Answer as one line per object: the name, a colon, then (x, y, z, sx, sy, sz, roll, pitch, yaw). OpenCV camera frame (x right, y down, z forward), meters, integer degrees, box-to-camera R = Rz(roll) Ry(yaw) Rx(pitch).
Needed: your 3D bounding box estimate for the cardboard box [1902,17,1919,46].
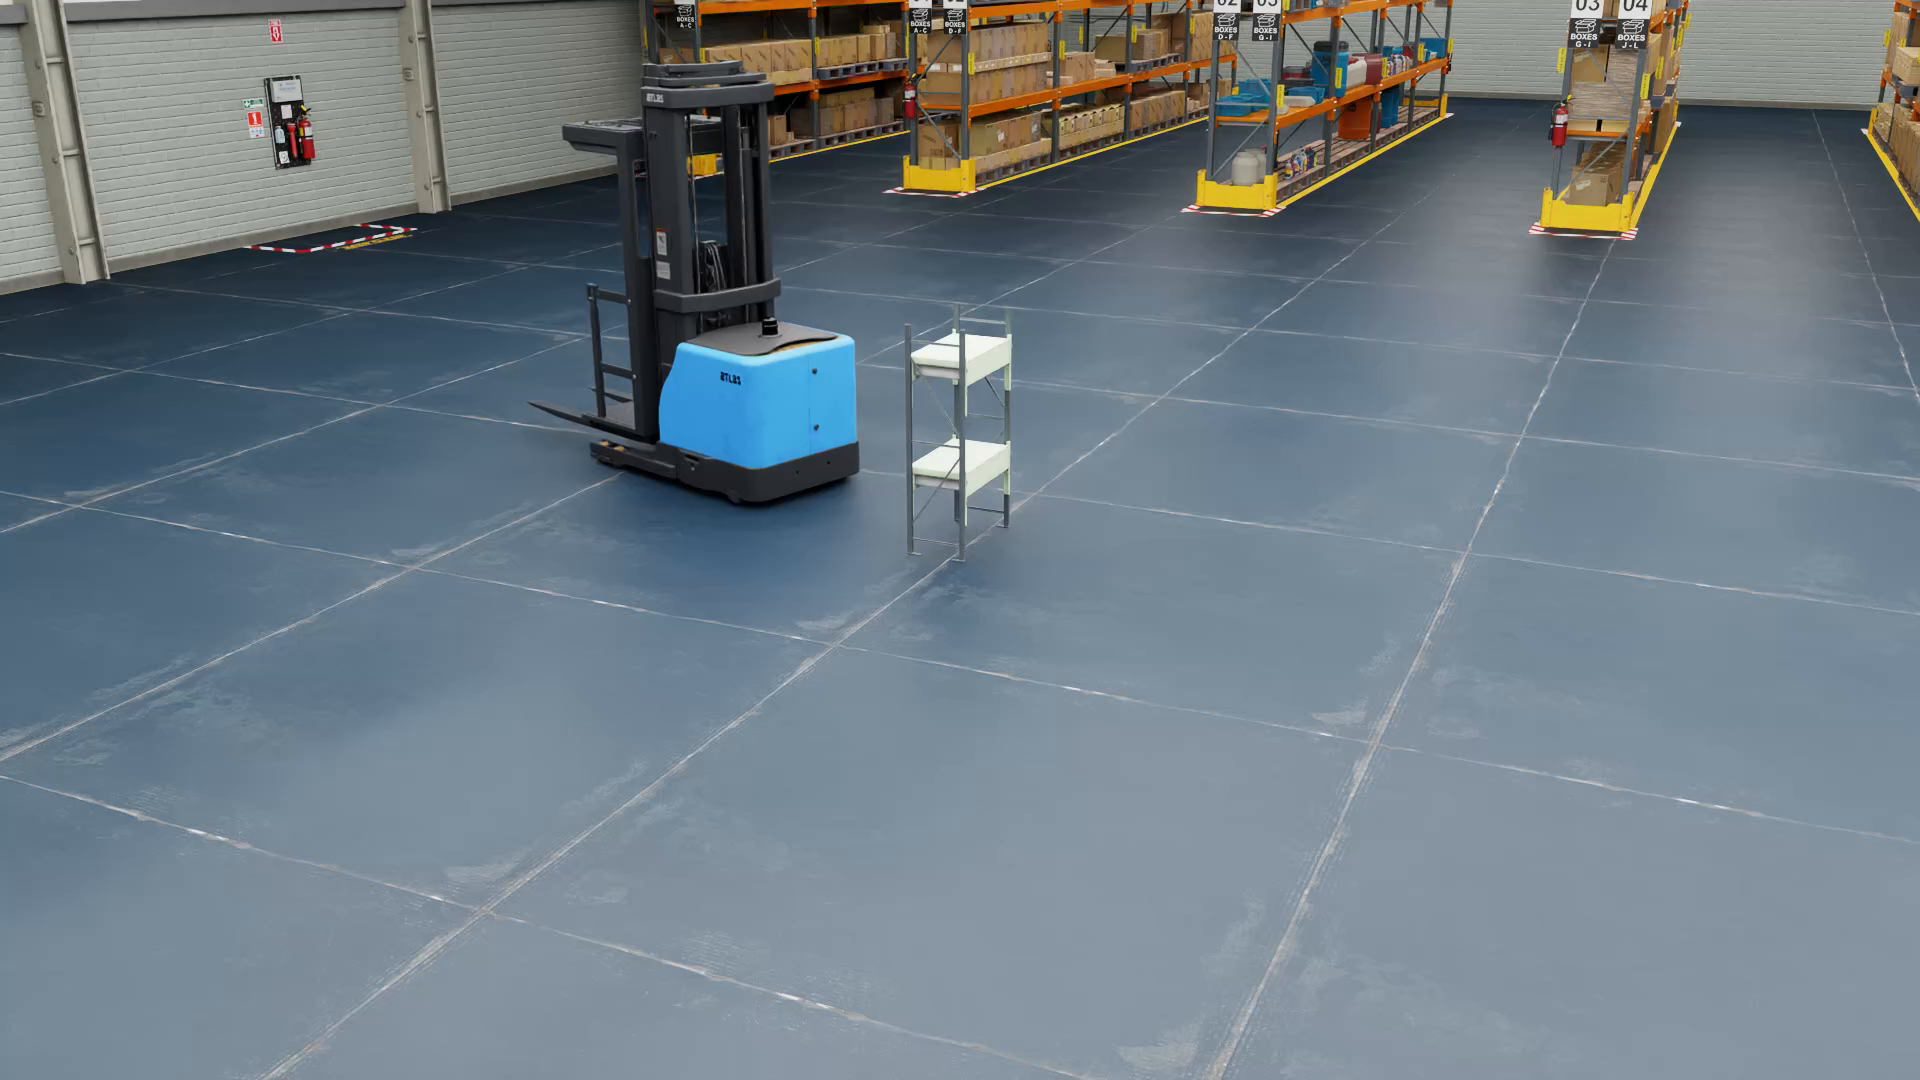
cardboard box: (18.051, -9.561, 31.291, 0.500, 0.500, 0.500, 8, 21, 21)

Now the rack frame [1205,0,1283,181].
rack frame: (4.189, -6.444, 24.613, 1.000, 3.000, 0.127, 9, 21, 23)

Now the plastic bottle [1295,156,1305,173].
plastic bottle: (5.545, -6.148, 27.189, 0.152, 0.276, 0.135, 9, 21, 24)

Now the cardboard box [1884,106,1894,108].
cardboard box: (18.970, -8.718, 33.747, 0.380, 0.149, 0.250, 7, 21, 20)

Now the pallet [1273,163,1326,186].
pallet: (5.514, -6.154, 27.957, 1.003, 0.211, 1.213, 9, 21, 23)

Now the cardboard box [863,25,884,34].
cardboard box: (-1.805, -10.599, 34.523, 0.380, 0.149, 0.250, 5, 20, 14)

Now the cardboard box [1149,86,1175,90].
cardboard box: (4.560, -10.036, 37.787, 0.500, 0.500, 0.500, 9, 21, 23)

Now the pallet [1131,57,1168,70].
pallet: (3.740, -10.075, 35.110, 1.003, 0.211, 1.213, 9, 21, 23)

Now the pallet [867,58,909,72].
pallet: (-1.768, -9.927, 34.691, 1.213, 0.211, 1.003, 9, 21, 23)

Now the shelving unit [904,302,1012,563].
shelving unit: (-0.003, -0.705, 10.712, 0.431, 1.500, 0.755, 9, 21, 23)

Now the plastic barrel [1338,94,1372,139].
plastic barrel: (7.650, -8.217, 32.210, 0.600, 0.830, 0.708, 9, 21, 23)

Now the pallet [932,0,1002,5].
pallet: (-0.015, -8.709, 26.637, 1.003, 0.211, 1.213, 9, 21, 23)

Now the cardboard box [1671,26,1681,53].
cardboard box: (14.260, -10.117, 33.600, 0.500, 0.500, 0.500, 9, 21, 23)

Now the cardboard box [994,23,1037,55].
cardboard box: (0.928, -8.715, 28.913, 0.700, 0.500, 0.500, 8, 21, 23)

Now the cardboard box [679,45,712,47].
cardboard box: (-4.635, -8.422, 29.248, 0.500, 0.500, 0.500, 9, 21, 23)

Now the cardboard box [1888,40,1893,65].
cardboard box: (19.111, -9.865, 33.639, 0.500, 0.500, 0.500, 9, 21, 23)

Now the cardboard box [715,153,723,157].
cardboard box: (-4.484, -6.943, 29.372, 0.500, 0.311, 0.500, 6, 20, 17)

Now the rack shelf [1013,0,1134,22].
rack shelf: (2.129, -10.034, 31.303, 1.077, 0.370, 4.000, 9, 21, 23)

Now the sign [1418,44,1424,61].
sign: (9.604, -10.167, 34.668, 0.100, 0.325, 0.005, 9, 21, 23)

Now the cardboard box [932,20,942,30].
cardboard box: (-0.732, -11.221, 36.301, 0.500, 0.250, 0.500, 9, 21, 23)

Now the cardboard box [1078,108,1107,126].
cardboard box: (2.542, -8.230, 32.273, 0.500, 0.311, 0.500, 8, 21, 22)

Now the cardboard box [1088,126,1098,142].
cardboard box: (2.330, -7.810, 31.929, 0.500, 0.250, 0.500, 9, 21, 24)

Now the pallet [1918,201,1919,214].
pallet: (14.447, -4.741, 23.984, 1.003, 0.211, 1.213, 9, 21, 23)

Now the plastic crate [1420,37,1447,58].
plastic crate: (10.774, -11.252, 37.990, 0.616, 0.435, 0.499, 9, 21, 23)

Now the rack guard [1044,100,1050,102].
rack guard: (1.713, -11.525, 42.628, 1.175, 0.500, 0.348, 9, 21, 23)

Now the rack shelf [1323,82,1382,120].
rack shelf: (6.646, -7.940, 29.891, 1.077, 0.370, 4.000, 9, 21, 23)

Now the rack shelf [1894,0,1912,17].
rack shelf: (18.924, -10.407, 32.354, 1.077, 0.370, 4.000, 9, 21, 23)

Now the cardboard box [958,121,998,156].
cardboard box: (0.297, -6.667, 27.598, 0.500, 0.500, 0.500, 9, 21, 23)

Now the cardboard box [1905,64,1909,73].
cardboard box: (16.467, -8.095, 28.558, 0.380, 0.149, 0.250, 9, 22, 24)

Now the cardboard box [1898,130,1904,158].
cardboard box: (16.714, -6.914, 29.038, 0.500, 0.500, 0.500, 9, 22, 25)

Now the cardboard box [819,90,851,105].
cardboard box: (-2.538, -8.931, 33.561, 0.500, 0.250, 0.500, 8, 21, 21)

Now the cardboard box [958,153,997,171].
cardboard box: (0.296, -6.314, 27.724, 0.500, 0.250, 0.500, 9, 21, 23)

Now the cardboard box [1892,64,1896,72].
cardboard box: (17.524, -8.744, 30.827, 0.380, 0.149, 0.250, 7, 21, 20)

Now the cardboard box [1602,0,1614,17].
cardboard box: (8.673, -7.290, 22.737, 0.500, 0.250, 0.500, 9, 22, 24)

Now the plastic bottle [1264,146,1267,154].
plastic bottle: (5.118, -6.437, 27.888, 0.144, 0.351, 0.185, 9, 22, 24)

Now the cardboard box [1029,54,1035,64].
cardboard box: (1.079, -8.352, 28.860, 0.380, 0.149, 0.250, 9, 21, 23)

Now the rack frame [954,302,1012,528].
rack frame: (0.147, -0.816, 11.026, 0.400, 1.500, 0.023, 9, 21, 23)

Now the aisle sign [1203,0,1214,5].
aisle sign: (5.984, -13.302, 40.017, 0.394, 0.787, 0.004, 9, 21, 23)

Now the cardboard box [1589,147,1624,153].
cardboard box: (10.145, -5.891, 26.161, 0.500, 0.500, 0.500, 8, 21, 21)

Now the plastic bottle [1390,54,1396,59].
plastic bottle: (8.818, -9.727, 33.917, 0.144, 0.351, 0.185, 9, 21, 23)

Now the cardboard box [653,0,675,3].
cardboard box: (-4.909, -9.436, 28.369, 0.500, 0.500, 0.500, 10, 22, 27)

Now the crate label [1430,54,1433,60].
crate label: (10.349, -10.790, 37.137, 0.396, 0.136, 0.243, 9, 21, 23)

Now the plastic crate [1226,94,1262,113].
plastic crate: (4.392, -6.766, 25.740, 0.499, 0.251, 0.408, 9, 21, 23)

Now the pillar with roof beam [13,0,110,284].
pillar with roof beam: (-6.338, -6.704, 16.390, 9.100, 9.000, 0.400, 9, 21, 23)

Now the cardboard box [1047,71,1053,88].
cardboard box: (1.471, -8.434, 30.431, 0.500, 0.250, 0.500, 10, 22, 26)

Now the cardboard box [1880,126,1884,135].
cardboard box: (18.379, -8.059, 32.782, 0.380, 0.149, 0.250, 9, 21, 23)

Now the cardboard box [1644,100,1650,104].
cardboard box: (10.526, -6.763, 25.884, 0.380, 0.149, 0.250, 9, 21, 23)

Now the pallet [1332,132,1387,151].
pallet: (7.750, -7.823, 32.651, 1.003, 0.211, 1.213, 9, 21, 23)

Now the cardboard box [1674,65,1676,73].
cardboard box: (14.261, -9.521, 33.638, 0.380, 0.149, 0.250, 9, 22, 24)

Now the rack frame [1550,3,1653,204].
rack frame: (8.708, -5.765, 22.702, 1.000, 3.000, 0.127, 9, 21, 23)

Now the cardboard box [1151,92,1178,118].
cardboard box: (4.435, -9.483, 36.231, 0.500, 0.500, 0.500, 9, 21, 23)

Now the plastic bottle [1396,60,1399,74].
plastic bottle: (8.730, -9.512, 33.423, 0.152, 0.276, 0.135, 9, 21, 23)

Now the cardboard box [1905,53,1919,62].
cardboard box: (16.672, -8.383, 28.924, 0.380, 0.149, 0.250, 9, 21, 23)

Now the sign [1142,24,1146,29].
sign: (4.087, -11.274, 36.900, 0.100, 0.325, 0.005, 9, 21, 23)

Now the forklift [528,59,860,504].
forklift: (-2.161, -2.032, 12.307, 3.031, 2.935, 1.130, 17, 26, 40)
